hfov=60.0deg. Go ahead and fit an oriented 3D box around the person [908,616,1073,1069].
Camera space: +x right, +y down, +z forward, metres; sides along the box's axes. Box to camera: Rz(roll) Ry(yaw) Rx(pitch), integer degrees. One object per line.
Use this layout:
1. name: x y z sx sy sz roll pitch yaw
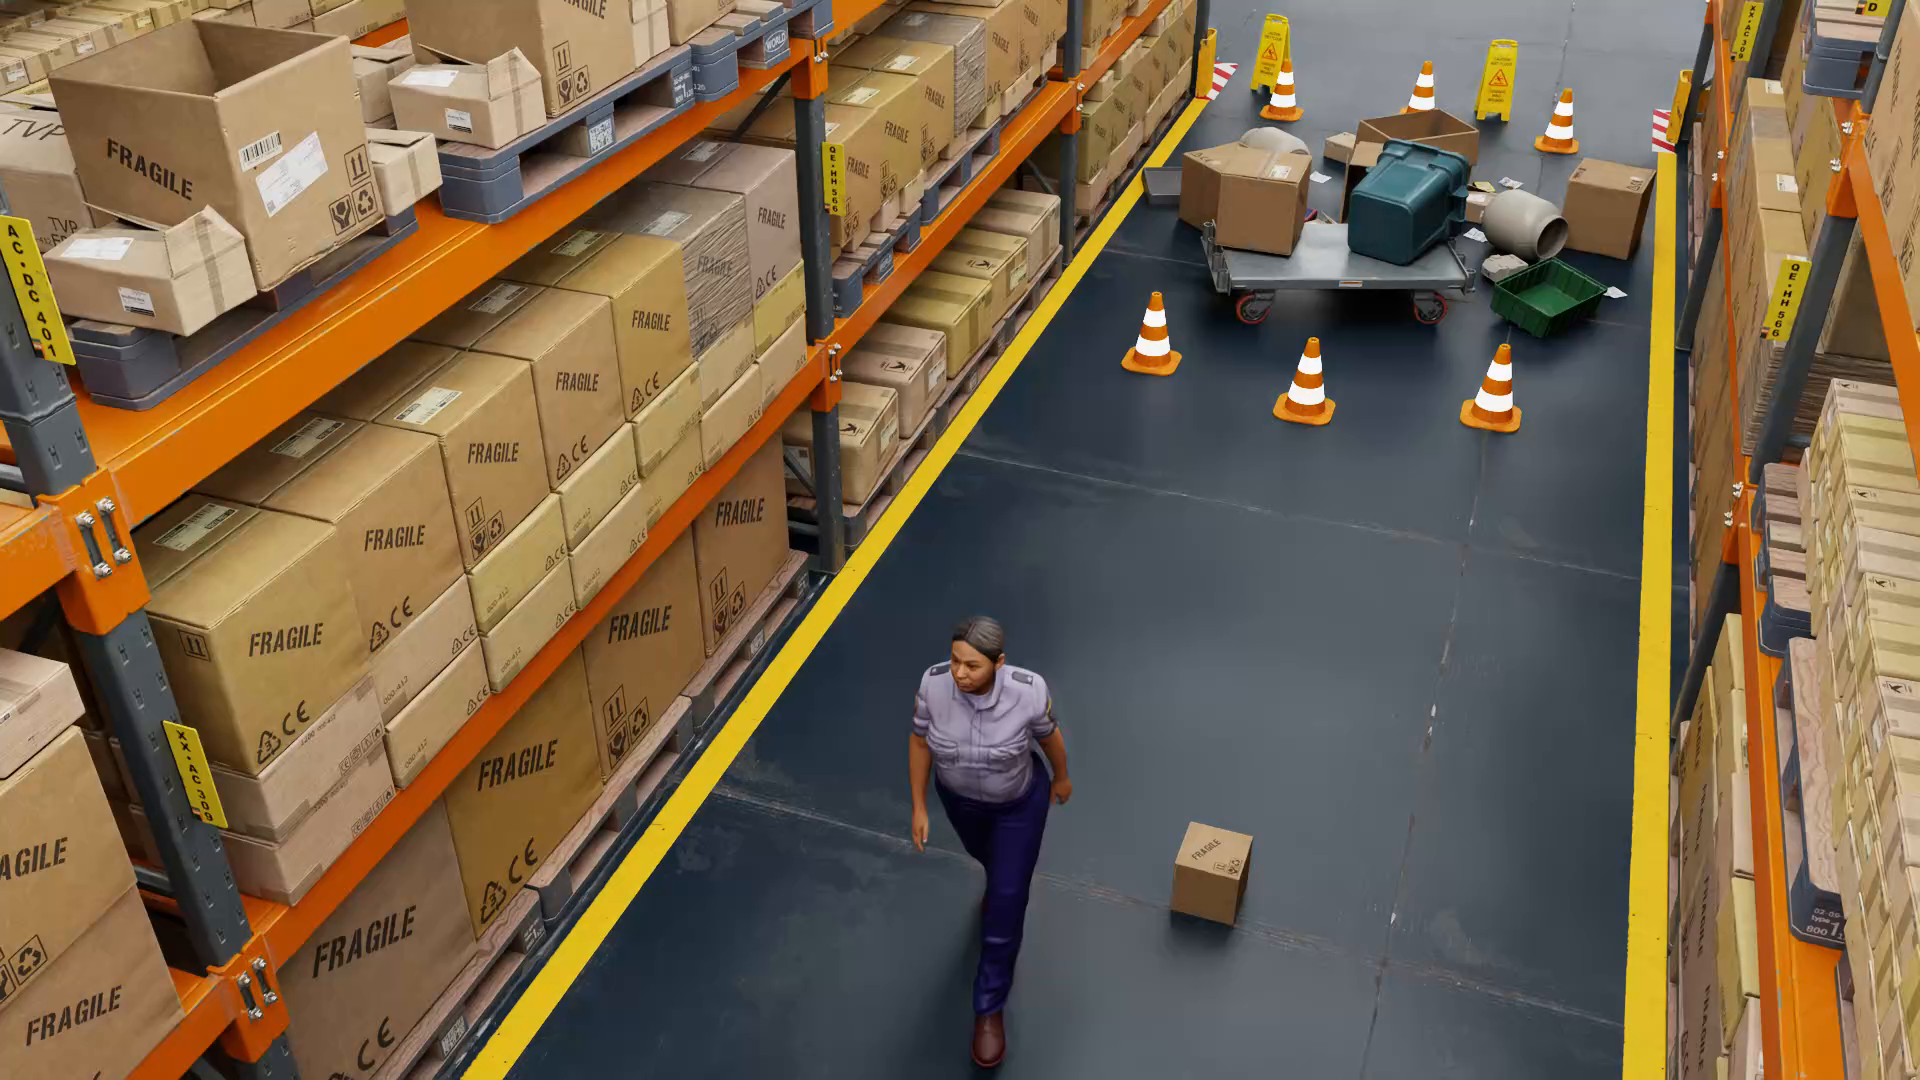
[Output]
1. person: 0.075 0.905 5.769 0.510 1.591 0.945 12 35 18
